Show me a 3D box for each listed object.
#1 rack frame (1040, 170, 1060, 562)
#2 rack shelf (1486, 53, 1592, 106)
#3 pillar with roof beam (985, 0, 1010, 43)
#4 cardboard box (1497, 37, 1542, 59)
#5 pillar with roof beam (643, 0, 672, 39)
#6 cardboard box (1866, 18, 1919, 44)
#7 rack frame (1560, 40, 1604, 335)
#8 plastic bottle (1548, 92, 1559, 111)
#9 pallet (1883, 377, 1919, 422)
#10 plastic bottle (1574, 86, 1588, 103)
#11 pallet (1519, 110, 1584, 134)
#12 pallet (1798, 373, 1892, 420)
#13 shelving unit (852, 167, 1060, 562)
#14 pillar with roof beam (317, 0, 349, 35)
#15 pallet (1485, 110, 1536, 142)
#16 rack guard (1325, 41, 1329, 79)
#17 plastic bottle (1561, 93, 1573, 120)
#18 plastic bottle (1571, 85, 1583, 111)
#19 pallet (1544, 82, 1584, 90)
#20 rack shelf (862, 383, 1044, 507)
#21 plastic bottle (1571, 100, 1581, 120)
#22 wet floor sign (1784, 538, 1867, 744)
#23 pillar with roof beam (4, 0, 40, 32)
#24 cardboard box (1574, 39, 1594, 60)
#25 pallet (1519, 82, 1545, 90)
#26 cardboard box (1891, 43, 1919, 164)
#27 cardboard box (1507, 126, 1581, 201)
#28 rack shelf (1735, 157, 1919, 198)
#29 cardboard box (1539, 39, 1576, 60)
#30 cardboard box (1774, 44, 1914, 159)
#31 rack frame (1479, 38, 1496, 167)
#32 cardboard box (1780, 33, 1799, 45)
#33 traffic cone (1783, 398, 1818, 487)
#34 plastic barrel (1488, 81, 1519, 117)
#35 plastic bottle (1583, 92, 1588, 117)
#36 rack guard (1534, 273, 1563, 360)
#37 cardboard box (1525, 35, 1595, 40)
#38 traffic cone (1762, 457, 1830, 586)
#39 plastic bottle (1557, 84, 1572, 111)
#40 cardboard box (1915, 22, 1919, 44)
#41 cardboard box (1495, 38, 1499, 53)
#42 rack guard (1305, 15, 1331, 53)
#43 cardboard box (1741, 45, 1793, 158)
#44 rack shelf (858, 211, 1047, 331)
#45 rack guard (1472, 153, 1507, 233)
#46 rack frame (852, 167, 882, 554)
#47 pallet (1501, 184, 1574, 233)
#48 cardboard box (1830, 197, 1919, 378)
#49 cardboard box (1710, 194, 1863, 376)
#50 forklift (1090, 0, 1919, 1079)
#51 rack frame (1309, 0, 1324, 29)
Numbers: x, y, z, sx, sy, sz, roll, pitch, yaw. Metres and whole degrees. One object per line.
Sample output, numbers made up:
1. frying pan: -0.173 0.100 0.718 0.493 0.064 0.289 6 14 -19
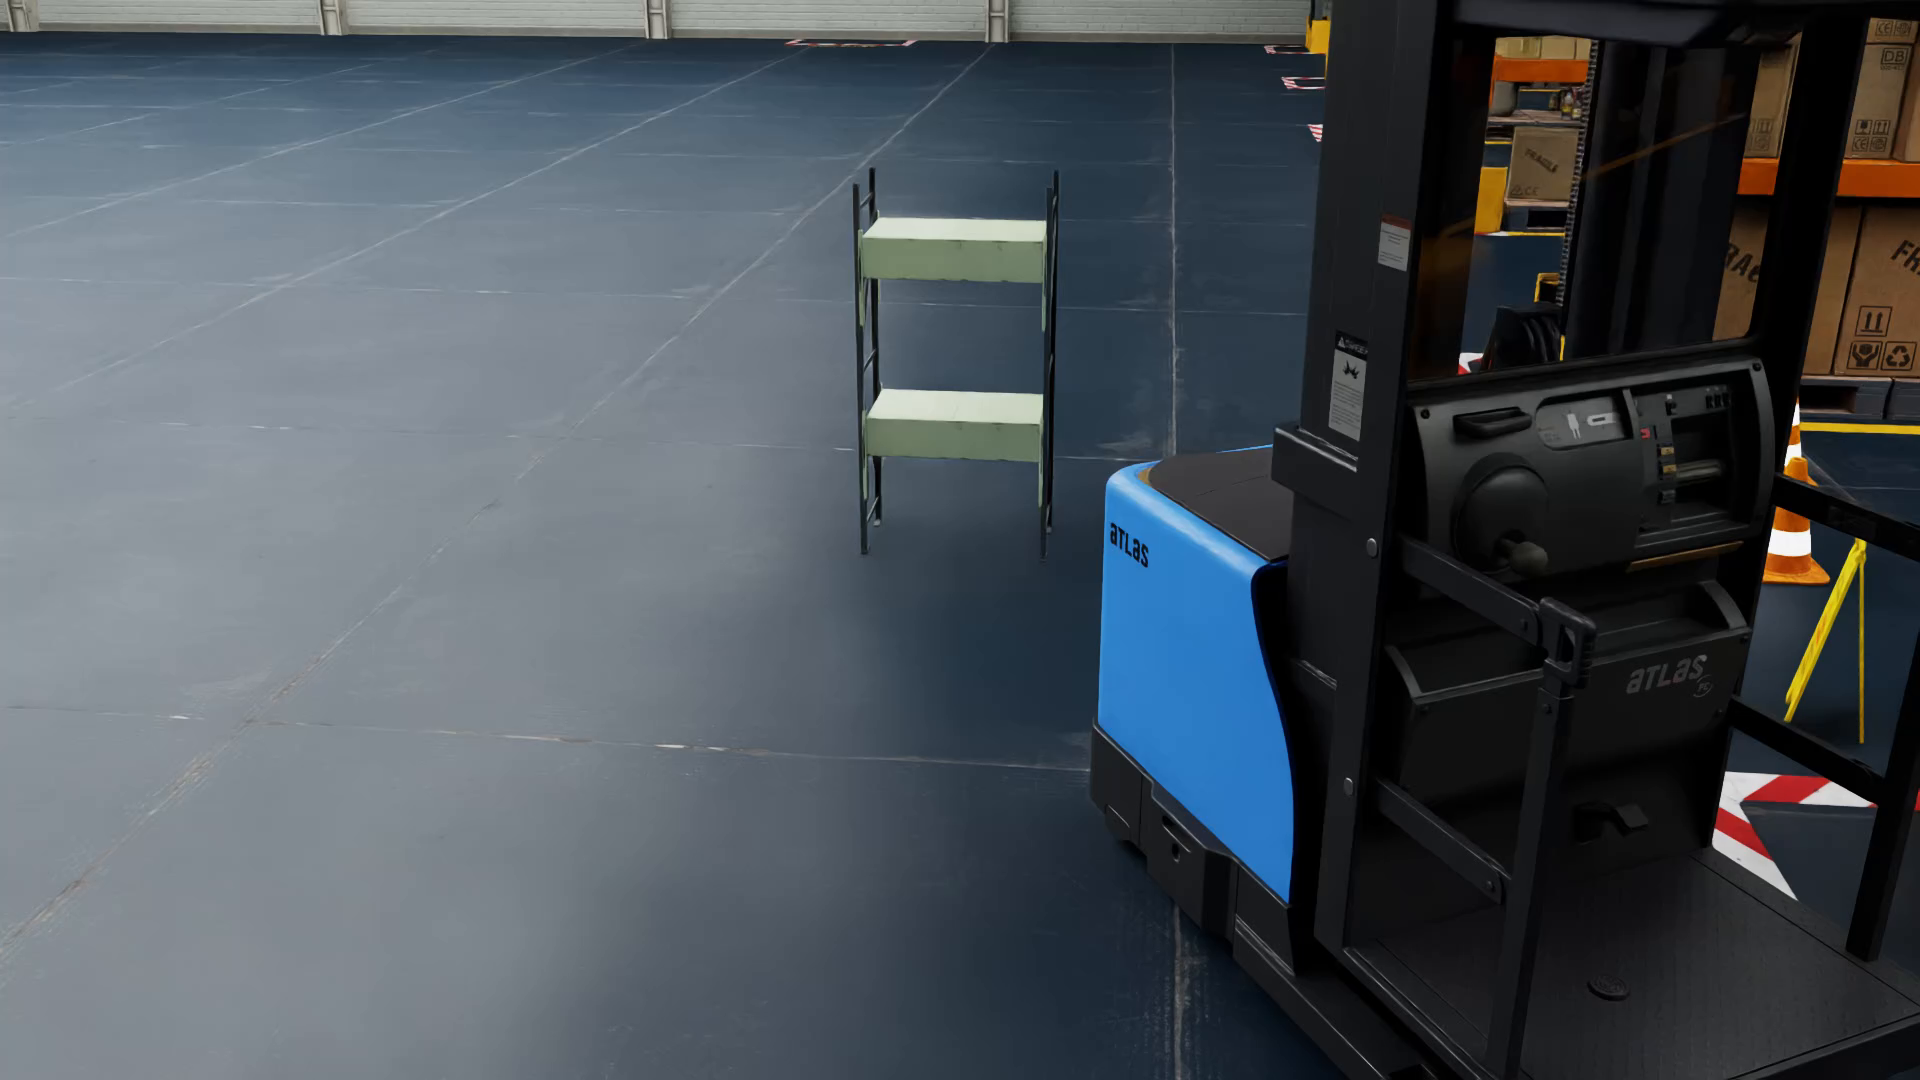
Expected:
1. rack frame: 0.357 -0.682 6.625 0.023 1.500 0.400 2 22 6
2. rack shelf: 6.047 -3.605 12.957 4.000 0.370 1.077 2 22 6
3. pillar with roof beam: 0.142 -11.215 23.067 0.400 9.000 9.100 2 22 6
4. cardboard box: 4.316 -3.810 12.838 0.250 0.149 0.380 2 22 6
5. pillar with roof beam: -5.816 -11.474 23.724 0.400 9.000 9.100 2 22 6
6. cardboard box: 4.298 -2.771 8.197 0.550 0.550 0.875 2 22 6
7. rack frame: 3.377 -2.220 8.474 0.127 3.000 1.000 2 22 6
8. plastic bottle: 6.519 -4.818 18.255 0.097 0.201 0.097 0 22 0
9. pallet: 5.388 -0.863 8.836 1.213 0.211 1.003 2 22 6
10. plastic bottle: 6.754 -4.797 18.089 0.133 0.283 0.061 2 22 6
11. pallet: 6.739 -4.461 17.936 1.213 0.211 1.003 2 22 6
12. pallet: 4.180 -0.917 8.972 1.213 0.211 1.003 2 22 6
13. shelving unit: -0.007 -0.698 6.665 0.755 1.500 0.431 2 22 6
14. pillar with roof beam: -11.775 -11.734 24.380 0.400 9.000 9.100 2 22 6
15. pallet: 5.531 -4.514 18.072 1.213 0.211 1.003 2 22 6
16. rack guard: 5.207 -6.481 22.654 0.348 0.500 1.175 2 22 6
17. plastic bottle: 6.408 -4.578 17.552 0.097 0.271 0.097 0 22 0
18. plastic bottle: 6.766 -4.832 18.188 0.135 0.276 0.152 3 22 7
19. pallet: 8.418 -6.223 22.392 1.213 0.211 1.003 2 22 6
20. rack shelf: -0.007 -0.395 6.785 0.720 0.370 0.431 2 22 6
21. plastic bottle: 6.511 -4.541 17.554 0.097 0.201 0.097 0 22 0
22. wet floor sign: 2.832 0.288 5.334 0.232 0.644 0.267 11 24 25
23. pillar with roof beam: -17.733 -11.994 25.037 0.400 9.000 9.100 2 22 6
24. cardboard box: 4.808 -3.776 12.752 0.250 0.149 0.380 2 22 6
25. pallet: 7.203 -6.275 22.523 1.213 0.211 1.003 2 22 6
26. cardboard box: 4.841 -2.204 8.230 0.550 0.550 0.875 2 22 6
27. cardboard box: 4.679 -3.026 13.342 0.500 0.500 0.500 7 23 16
28. rack shelf: 5.363 -1.798 8.387 4.000 0.370 1.077 2 22 6
29. cardboard box: 4.562 -3.792 12.793 0.250 0.149 0.380 2 22 6
30. cardboard box: 4.300 -2.274 8.408 0.550 0.550 0.875 2 22 6
31. rack frame: 4.061 -4.026 13.044 0.127 3.000 1.000 2 22 6
32. cardboard box: 3.741 -2.761 8.172 0.550 0.550 0.875 2 22 6
33. traffic cone: 3.737 -0.498 7.571 0.334 0.463 0.336 2 22 6
34. plastic barrel: 5.804 -4.850 17.942 0.421 0.512 0.421 0 22 0
35. plastic bottle: 6.630 -4.567 17.508 0.133 0.283 0.061 3 22 7
36. rack guard: 3.353 -1.058 8.936 0.348 0.500 1.175 2 22 6
37. cardboard box: 4.604 -4.177 12.885 0.500 0.500 0.875 2 22 6
38. traffic cone: 3.267 -0.101 6.565 0.334 0.463 0.336 2 22 6
39. plastic bottle: 6.637 -4.858 18.244 0.133 0.283 0.061 3 22 8
40. cardboard box: 4.838 -2.697 8.010 0.550 0.550 0.875 2 22 6
41. cardboard box: 4.368 -3.972 13.249 0.250 0.149 0.380 2 22 6
42. rack guard: 5.885 -8.286 27.218 0.348 0.500 1.175 2 22 6
43. cardboard box: 3.751 -2.290 8.448 0.550 0.550 0.875 2 22 6
44. rack shelf: -0.007 -1.061 6.521 0.720 0.370 0.431 2 22 6
45. rack guard: 4.136 -2.860 13.495 0.348 0.500 1.175 2 22 6
46. rack frame: -0.370 -0.714 6.705 0.023 1.500 0.400 2 22 6
47. pallet: 4.939 -2.678 13.426 1.213 0.211 1.003 2 22 6
48. cardboard box: 4.932 -1.384 8.680 0.875 0.875 0.875 2 22 5
49. cardboard box: 4.058 -1.422 8.774 0.875 0.875 0.875 3 22 7
50. forklift: 1.421 -0.135 3.294 1.130 2.935 3.031 -9 23 -21
51. rack frame: 5.810 -9.452 26.767 0.127 3.000 1.000 2 22 6
